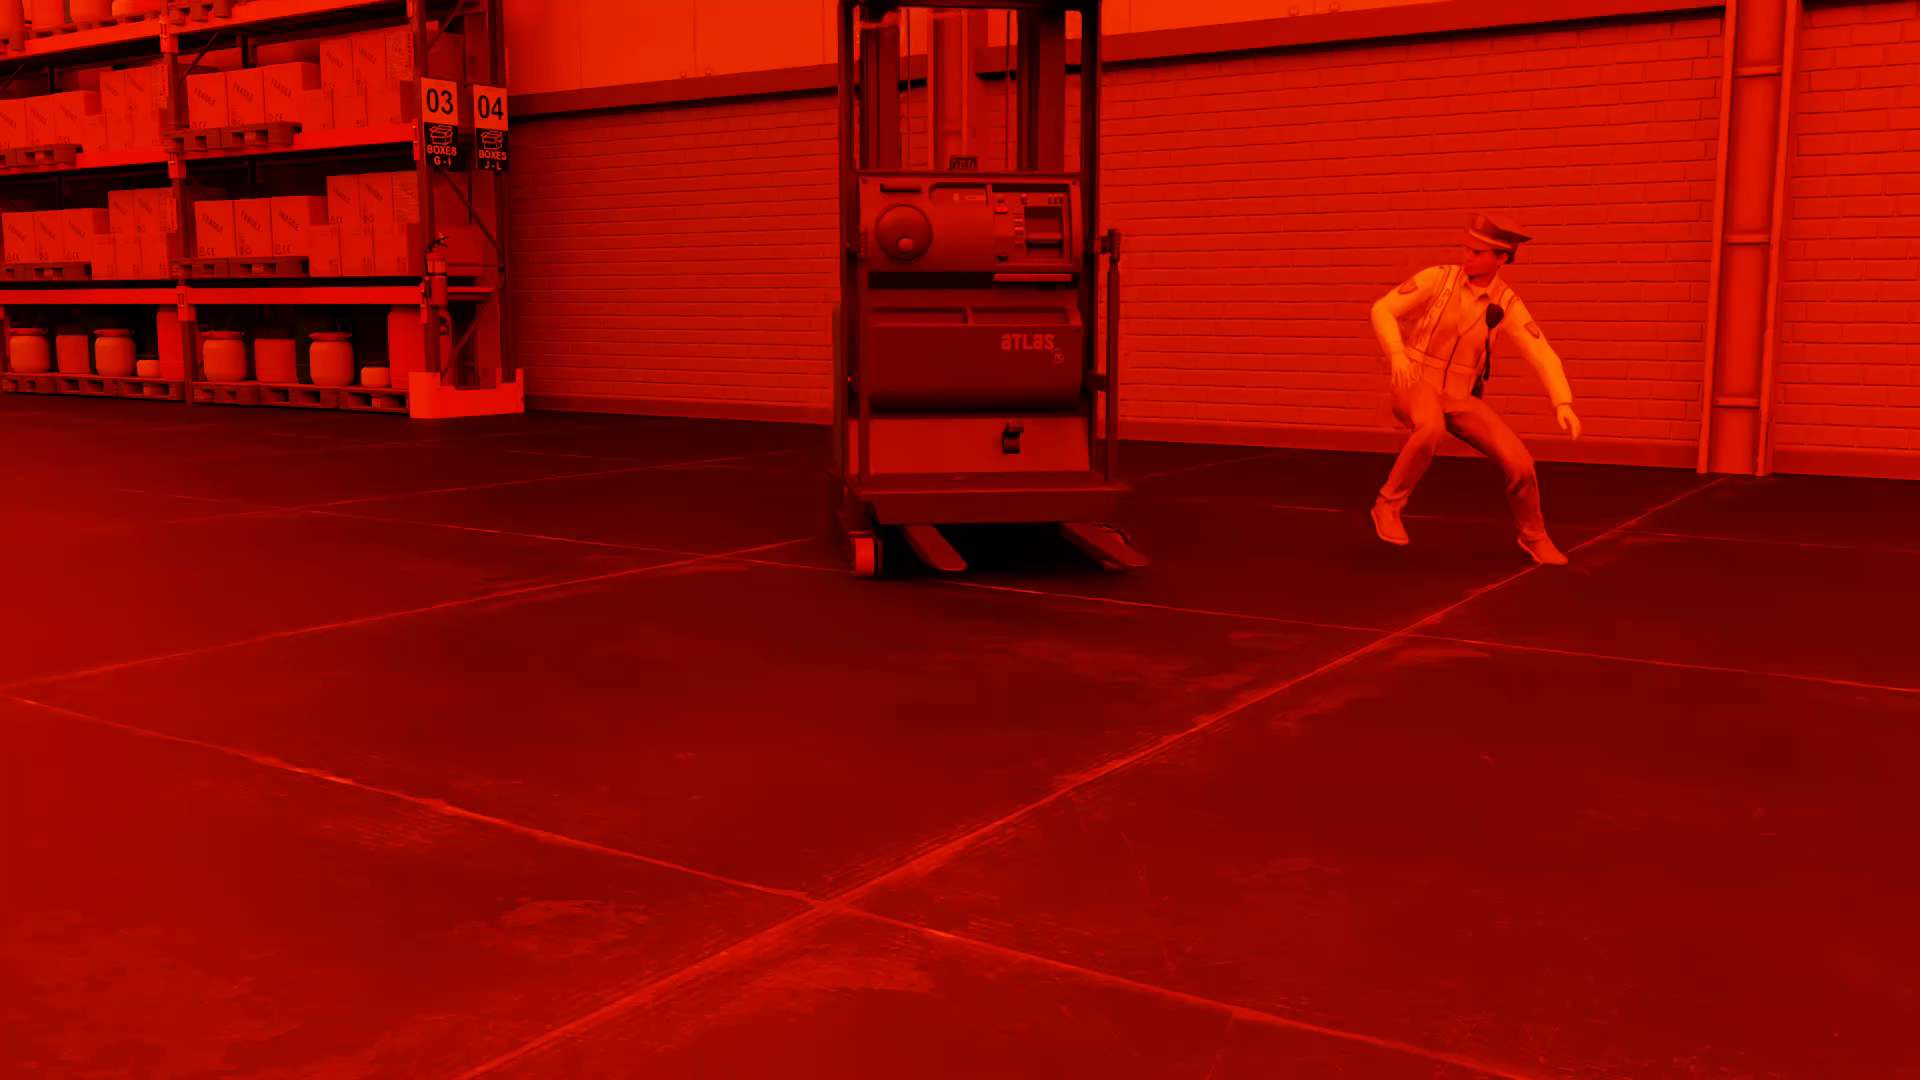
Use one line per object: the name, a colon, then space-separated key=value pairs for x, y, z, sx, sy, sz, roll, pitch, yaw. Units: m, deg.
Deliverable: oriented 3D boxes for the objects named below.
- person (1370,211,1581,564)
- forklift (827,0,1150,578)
person: x=2.123 y=-0.607 z=6.852 sx=0.842 sy=1.466 sz=0.658 roll=0 pitch=8 yaw=-4
forklift: x=0.077 y=-1.352 z=6.700 sx=1.130 sy=2.935 sz=3.031 roll=-1 pitch=8 yaw=-8
